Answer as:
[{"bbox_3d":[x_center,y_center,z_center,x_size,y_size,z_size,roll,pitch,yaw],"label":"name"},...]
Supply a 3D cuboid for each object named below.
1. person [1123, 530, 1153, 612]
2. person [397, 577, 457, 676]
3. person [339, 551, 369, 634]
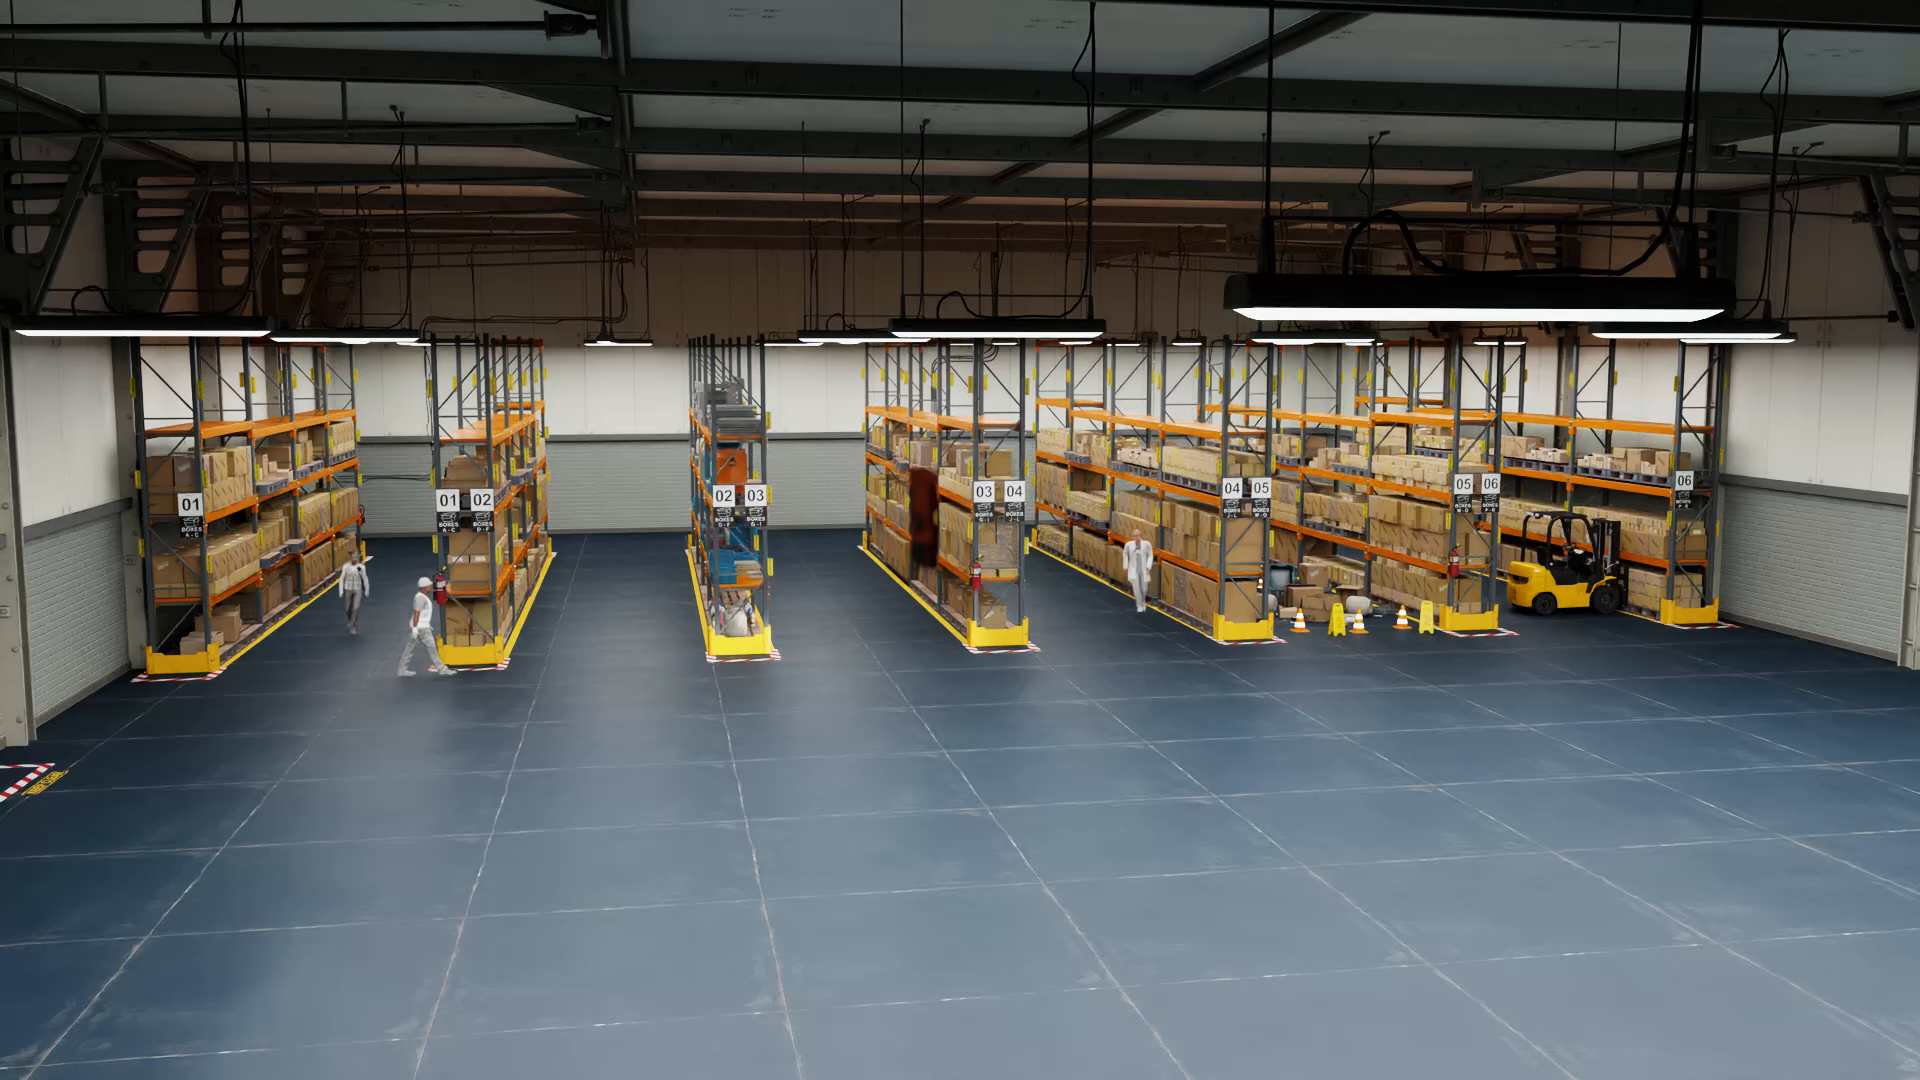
[{"bbox_3d":[3.719,0.648,34.722,0.620,1.761,0.800,0,7,3],"label":"person"},{"bbox_3d":[-9.358,1.508,29.091,0.983,1.717,0.603,-3,7,-23],"label":"person"},{"bbox_3d":[-12.330,1.048,33.856,0.569,1.682,0.738,-2,7,-17],"label":"person"}]
